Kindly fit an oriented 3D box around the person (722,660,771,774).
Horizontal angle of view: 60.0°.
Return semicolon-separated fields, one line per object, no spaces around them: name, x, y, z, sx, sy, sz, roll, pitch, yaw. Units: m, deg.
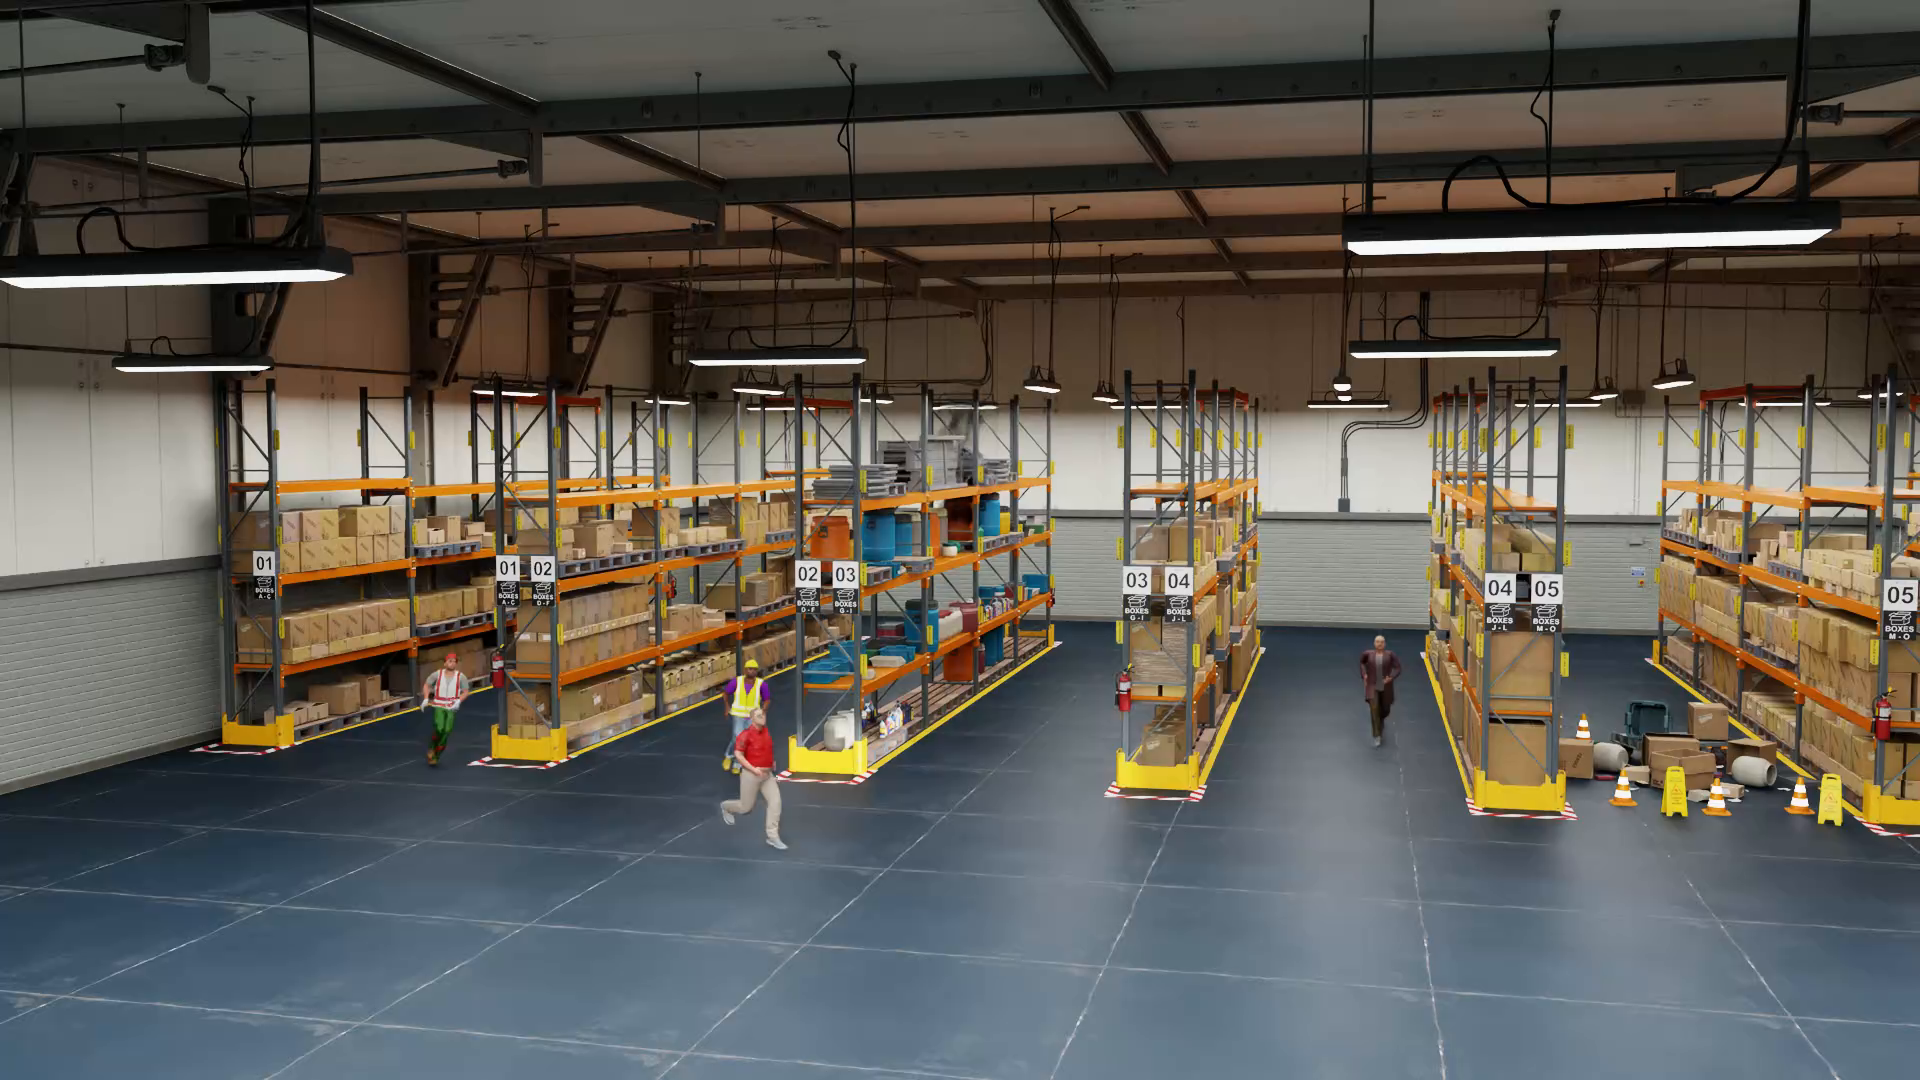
person;-3.197;2.649;24.919;0.726;1.710;0.542;-1;4;-13

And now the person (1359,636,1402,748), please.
person;6.984;2.476;27.634;0.673;1.784;1.213;1;3;9

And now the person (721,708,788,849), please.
person;-2.542;2.947;20.634;1.015;1.715;0.642;3;5;41

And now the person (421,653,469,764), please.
person;-7.906;2.602;25.584;0.708;1.714;0.597;-1;4;-22
